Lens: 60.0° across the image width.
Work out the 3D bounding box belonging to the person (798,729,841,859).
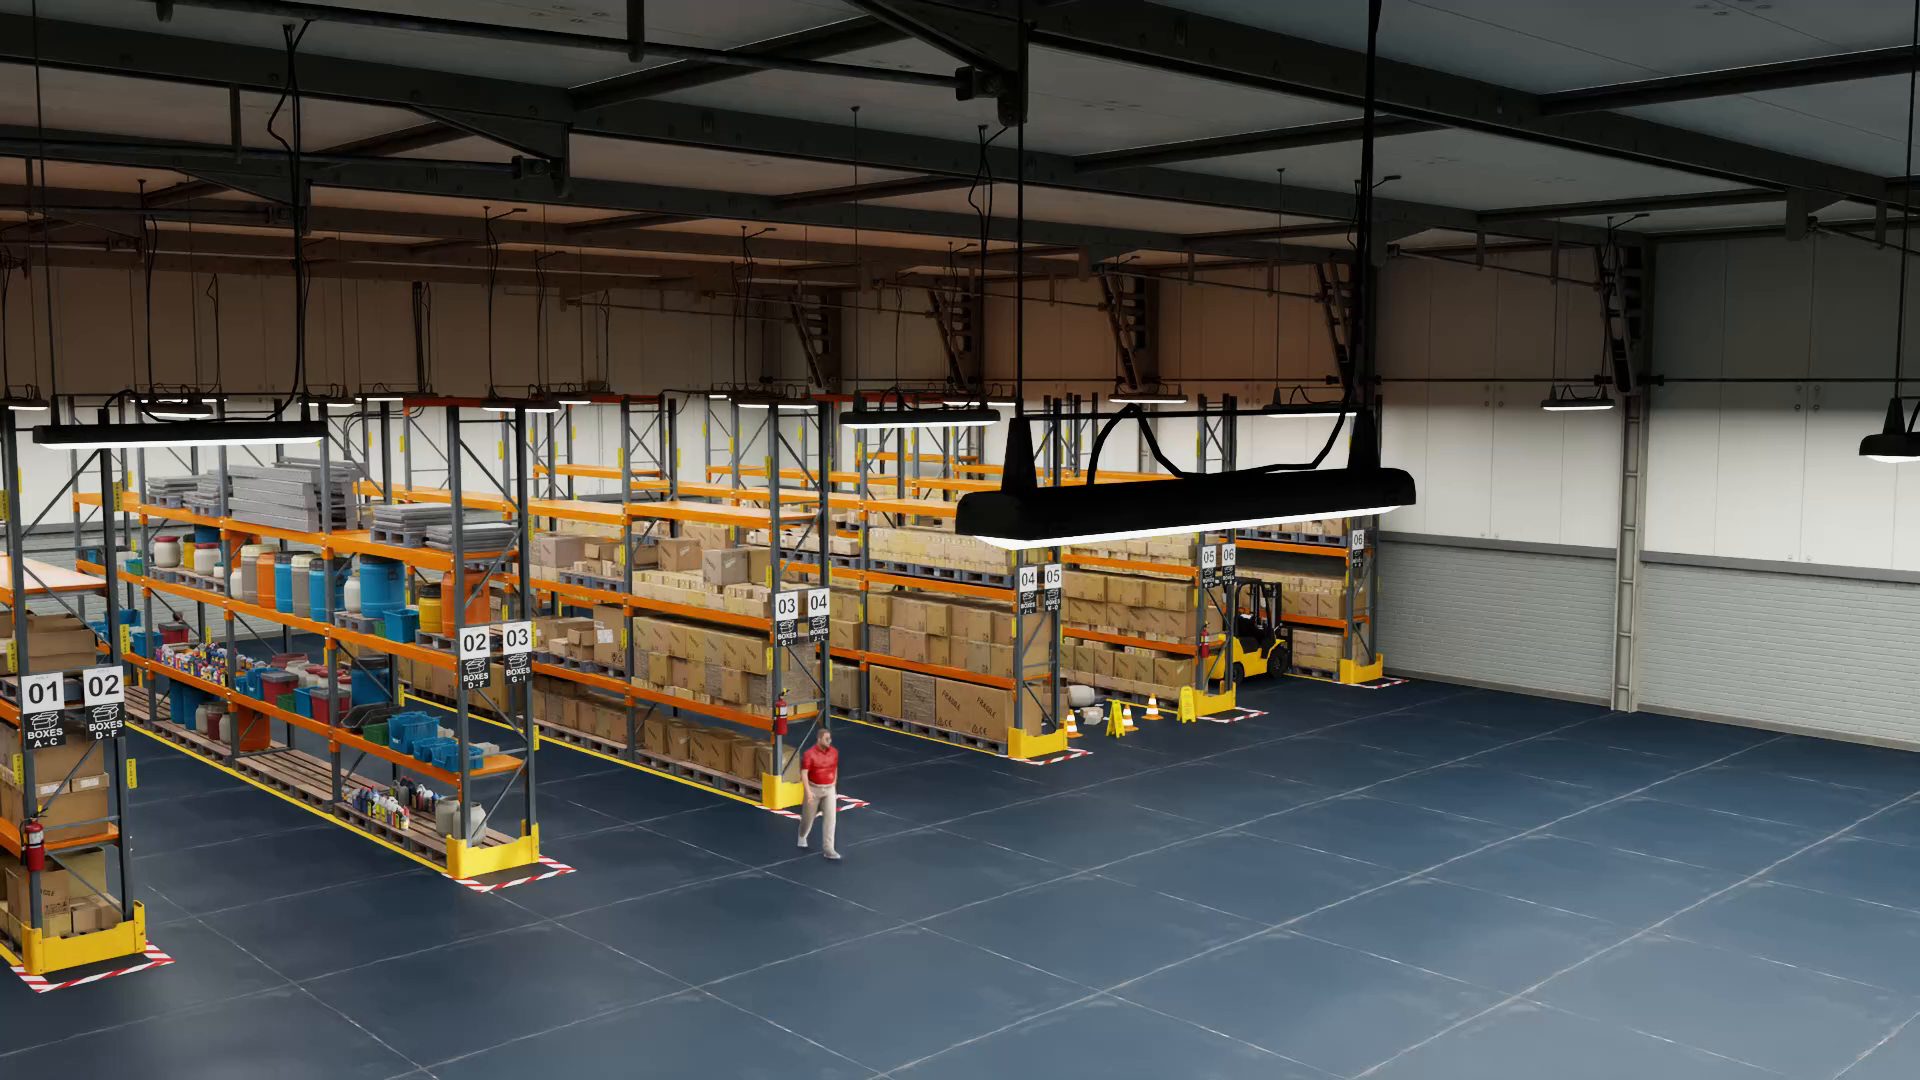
[{"bbox_3d":[-1.842,3.353,22.146,0.618,1.682,0.991,-4,7,-35],"label":"person"}]

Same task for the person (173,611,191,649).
[{"bbox_3d":[-15.660,2.271,33.431,0.544,1.669,0.545,0,6,2],"label":"person"}]
